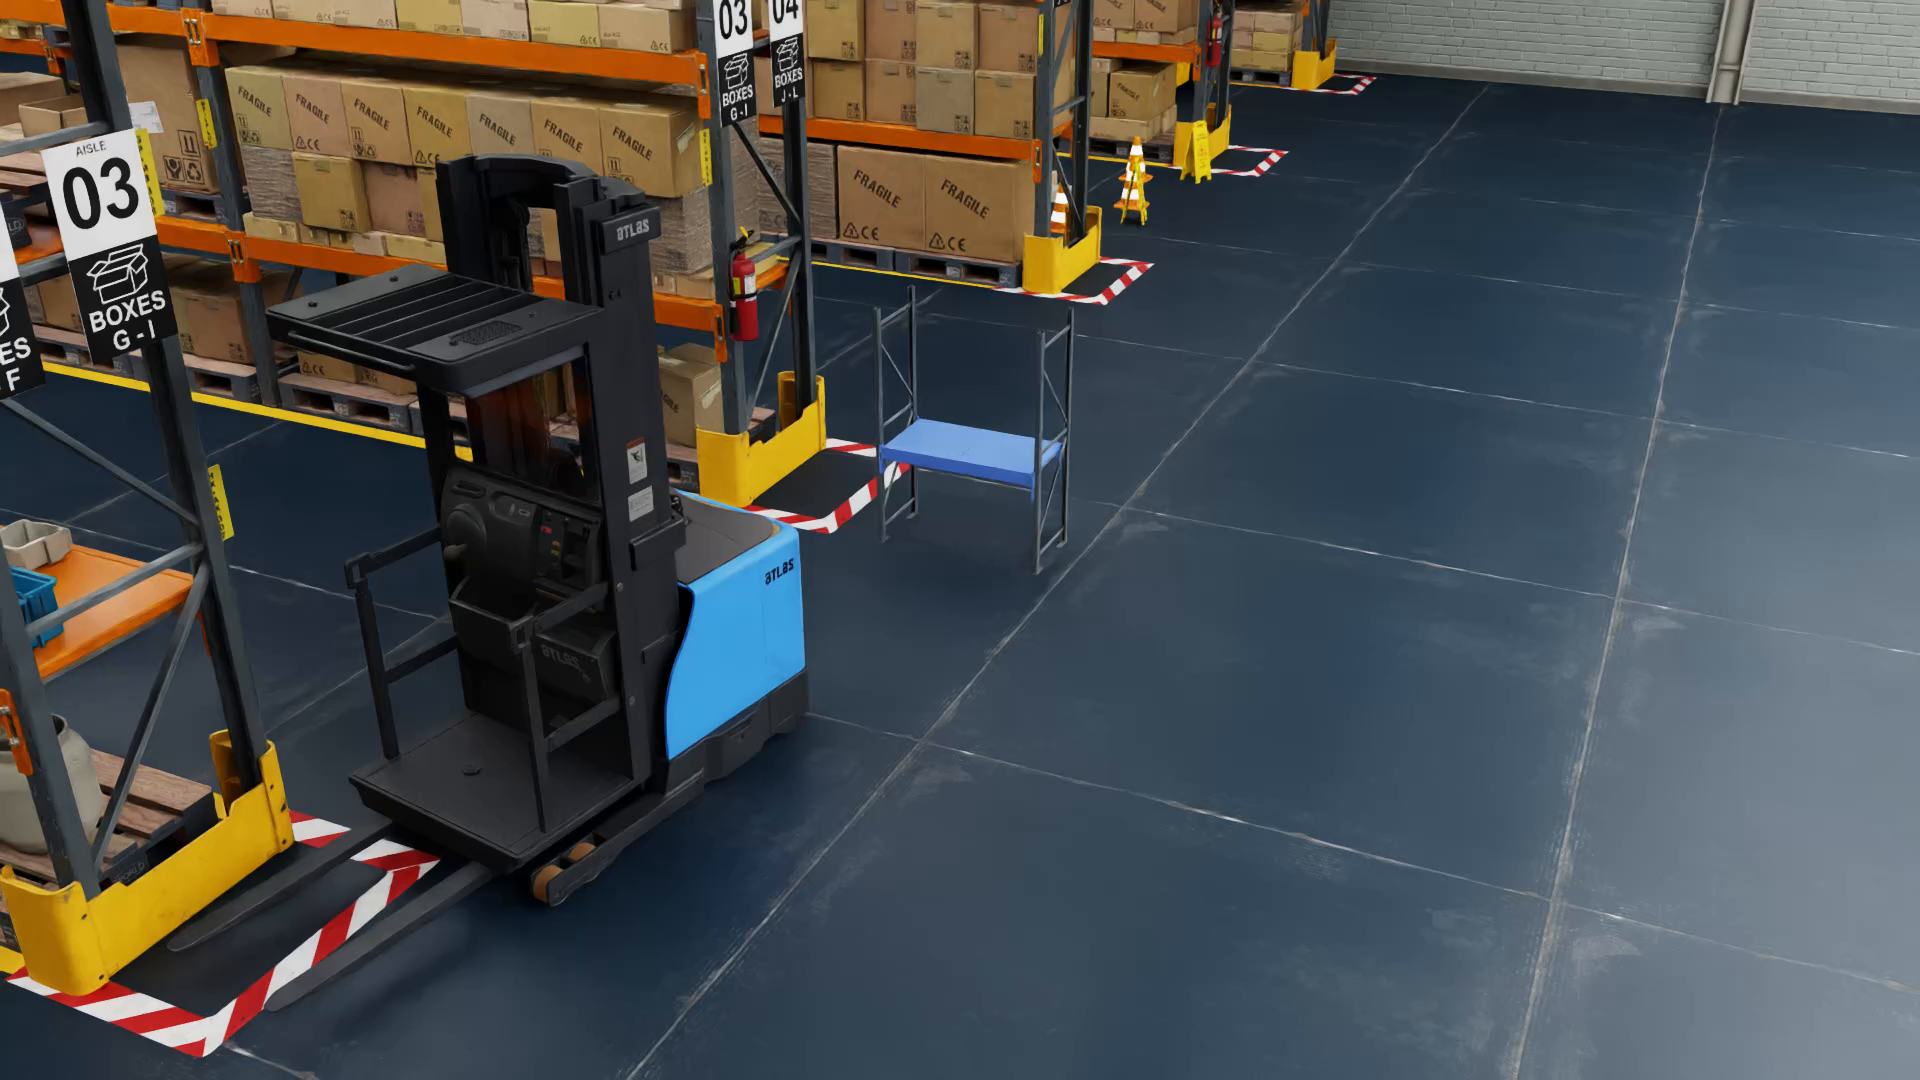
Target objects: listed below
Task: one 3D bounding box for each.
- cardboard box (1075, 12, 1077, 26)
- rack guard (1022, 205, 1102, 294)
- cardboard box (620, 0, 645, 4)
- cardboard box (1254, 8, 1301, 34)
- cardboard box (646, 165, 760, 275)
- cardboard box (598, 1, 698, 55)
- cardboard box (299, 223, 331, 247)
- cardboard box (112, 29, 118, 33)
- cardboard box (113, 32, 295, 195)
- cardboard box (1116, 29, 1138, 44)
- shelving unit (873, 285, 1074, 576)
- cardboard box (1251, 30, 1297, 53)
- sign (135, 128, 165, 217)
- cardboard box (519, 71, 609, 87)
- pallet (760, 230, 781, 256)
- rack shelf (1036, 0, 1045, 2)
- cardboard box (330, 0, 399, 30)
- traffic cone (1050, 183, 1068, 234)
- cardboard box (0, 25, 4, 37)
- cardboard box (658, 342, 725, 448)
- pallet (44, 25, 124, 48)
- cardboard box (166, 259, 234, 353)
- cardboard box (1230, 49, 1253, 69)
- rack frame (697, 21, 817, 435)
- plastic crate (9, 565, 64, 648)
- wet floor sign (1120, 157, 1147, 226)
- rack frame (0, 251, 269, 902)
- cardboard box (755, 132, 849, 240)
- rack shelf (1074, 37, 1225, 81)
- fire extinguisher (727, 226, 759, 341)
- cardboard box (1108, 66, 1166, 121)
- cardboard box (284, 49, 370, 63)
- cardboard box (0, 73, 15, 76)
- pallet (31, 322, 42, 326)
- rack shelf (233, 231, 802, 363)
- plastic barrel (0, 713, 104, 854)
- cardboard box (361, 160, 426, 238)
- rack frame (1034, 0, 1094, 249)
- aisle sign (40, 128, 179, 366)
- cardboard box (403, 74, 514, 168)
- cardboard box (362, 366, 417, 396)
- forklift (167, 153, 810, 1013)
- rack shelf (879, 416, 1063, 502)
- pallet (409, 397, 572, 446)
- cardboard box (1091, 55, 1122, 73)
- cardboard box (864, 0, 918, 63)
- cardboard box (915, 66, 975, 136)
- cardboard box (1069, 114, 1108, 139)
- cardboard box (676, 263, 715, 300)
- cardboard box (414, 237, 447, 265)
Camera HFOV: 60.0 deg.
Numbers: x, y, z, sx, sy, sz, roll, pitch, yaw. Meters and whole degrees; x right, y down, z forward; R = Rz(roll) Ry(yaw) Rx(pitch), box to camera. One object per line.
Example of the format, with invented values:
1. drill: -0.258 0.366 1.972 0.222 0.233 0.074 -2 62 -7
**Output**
1. cardboard box: 1.349 -6.131 18.856 0.500 0.500 0.500 11 28 22
2. rack guard: 0.930 -2.643 15.052 0.348 0.500 1.175 11 28 22
3. cardboard box: -1.808 -3.270 9.819 0.250 0.149 0.380 10 28 20
4. cardboard box: 4.368 -7.136 22.854 0.500 0.250 0.500 12 29 24
5. cardboard box: -1.727 -2.083 10.635 0.500 0.500 0.875 11 28 22
6. cardboard box: -1.781 -3.057 9.838 0.500 0.250 0.500 12 29 23
7. cardboard box: -4.346 -2.166 11.538 0.250 0.149 0.380 11 28 22
8. cardboard box: -9.139 -5.640 18.118 0.250 0.149 0.380 12 29 22
9. cardboard box: -5.544 -3.183 12.165 1.000 1.000 1.000 12 28 22
10. cardboard box: 1.935 -5.704 18.725 0.250 0.149 0.380 11 28 21
11. shelving unit: 0.078 -0.657 9.887 1.048 1.500 0.538 11 28 22
12. cardboard box: 4.344 -6.917 22.974 0.500 0.250 0.500 11 28 21
13. sign: -3.056 -1.372 6.234 0.005 0.325 0.100 11 28 22
14. cardboard box: -2.533 -2.815 10.990 0.500 0.500 0.500 11 28 22
15. pallet: -2.074 -3.079 16.264 1.213 0.211 1.003 11 28 22
16. rack shelf: -0.913 -5.157 14.748 4.000 0.370 1.077 11 28 22
17. cardboard box: -3.643 -3.428 10.590 0.500 0.250 0.500 10 28 20
18. traffic cone: 1.012 -3.299 16.426 0.334 0.463 0.336 11 28 22
19. cardboard box: -10.871 -5.884 19.090 0.250 0.149 0.380 13 29 24
20. cardboard box: -1.799 -0.981 11.201 0.500 0.500 0.500 17 31 31
21. pallet: -9.380 -5.679 18.605 1.213 0.211 1.003 11 28 22
22. cardboard box: -5.855 -1.816 12.874 0.500 0.500 0.700 11 28 21
23. cardboard box: 3.909 -6.783 23.268 0.500 0.250 0.500 11 28 22
24. rack frame: -1.237 -1.793 10.496 0.127 3.000 1.000 11 28 22
25. plastic crate: -3.867 0.294 6.425 0.616 0.251 0.499 11 28 22
26. wet floor sign: 1.754 -3.503 16.635 0.232 0.644 0.267 6 27 13
27. rack frame: -3.288 0.199 6.451 0.127 3.000 1.000 11 28 22
28. cardboard box: -1.368 -3.429 15.749 0.875 0.875 0.875 12 28 22
29. rack shelf: 1.044 -5.821 19.491 4.000 0.370 1.077 11 28 22
30. fire extinguisher: -1.324 -1.552 10.094 0.183 0.674 0.296 11 28 22
31. cardboard box: 2.028 -5.110 19.023 0.500 0.500 0.500 12 28 22
32. cardboard box: -4.355 -3.180 11.730 0.500 0.500 0.500 11 28 22
33. cardboard box: -11.656 -5.581 20.269 0.250 0.149 0.380 12 28 22
34. pallet: -7.809 -1.861 13.791 1.213 0.211 1.003 11 28 22
35. rack shelf: -3.058 -1.836 11.397 4.000 0.370 1.077 11 28 22
36. plastic barrel: -3.918 1.037 7.089 0.421 0.512 0.421 0 26 0
37. cardboard box: -3.557 -2.439 11.358 0.500 0.500 0.875 11 28 22
38. rack frame: 0.908 -3.769 14.509 0.127 3.000 1.000 11 28 22
39. aisle sign: -3.101 -1.072 6.089 0.004 0.787 0.394 11 28 22
40. cardboard box: -3.204 -2.697 10.751 0.500 0.500 0.500 11 28 22
41. cardboard box: -4.006 -1.400 12.053 0.500 0.500 0.500 22 34 38
42. forklift: -1.992 0.002 6.927 1.130 2.935 3.031 16 31 30
43. rack shelf: 0.078 -0.496 9.967 1.000 0.185 0.538 11 28 22
44. pallet: -3.138 -0.942 11.925 1.213 0.211 1.003 11 28 22
45. cardboard box: 1.666 -5.442 18.961 0.250 0.149 0.380 12 29 23
46. cardboard box: -0.406 -4.624 14.855 0.550 0.550 0.875 11 28 22
47. cardboard box: 0.042 -3.977 14.763 0.550 0.550 0.875 11 28 22
48. cardboard box: 1.549 -4.870 19.383 0.500 0.250 0.500 11 28 22
49. cardboard box: -1.582 -1.649 10.488 0.250 0.149 0.380 11 28 22
50. cardboard box: -3.436 -1.982 11.165 0.250 0.149 0.380 11 28 22
